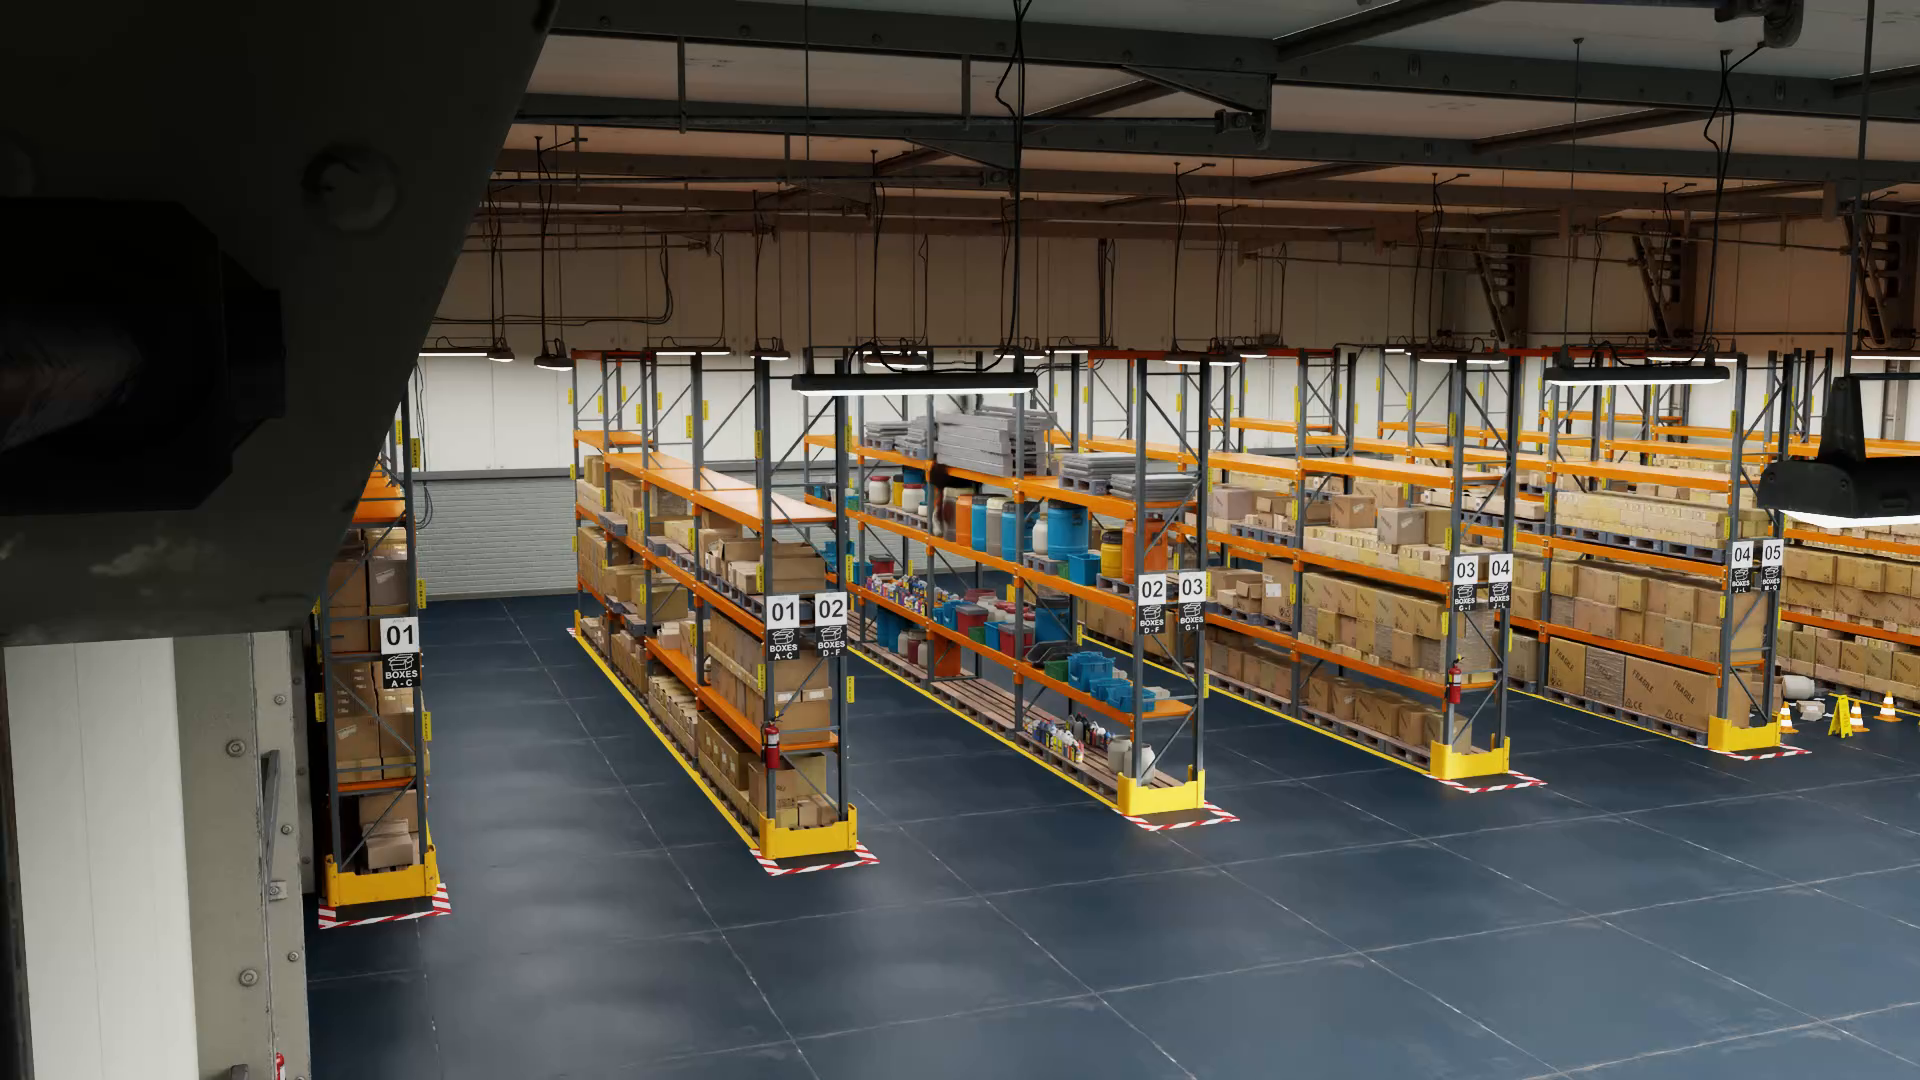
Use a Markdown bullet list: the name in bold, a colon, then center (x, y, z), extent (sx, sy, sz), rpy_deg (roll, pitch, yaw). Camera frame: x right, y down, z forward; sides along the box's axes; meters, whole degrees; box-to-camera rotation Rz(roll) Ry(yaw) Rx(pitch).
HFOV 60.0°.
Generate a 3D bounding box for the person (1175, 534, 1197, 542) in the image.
- **person**: center (5.572, 0.348, 41.165), extent (0.699, 1.800, 0.718), rpy_deg (-5, 9, -35)
